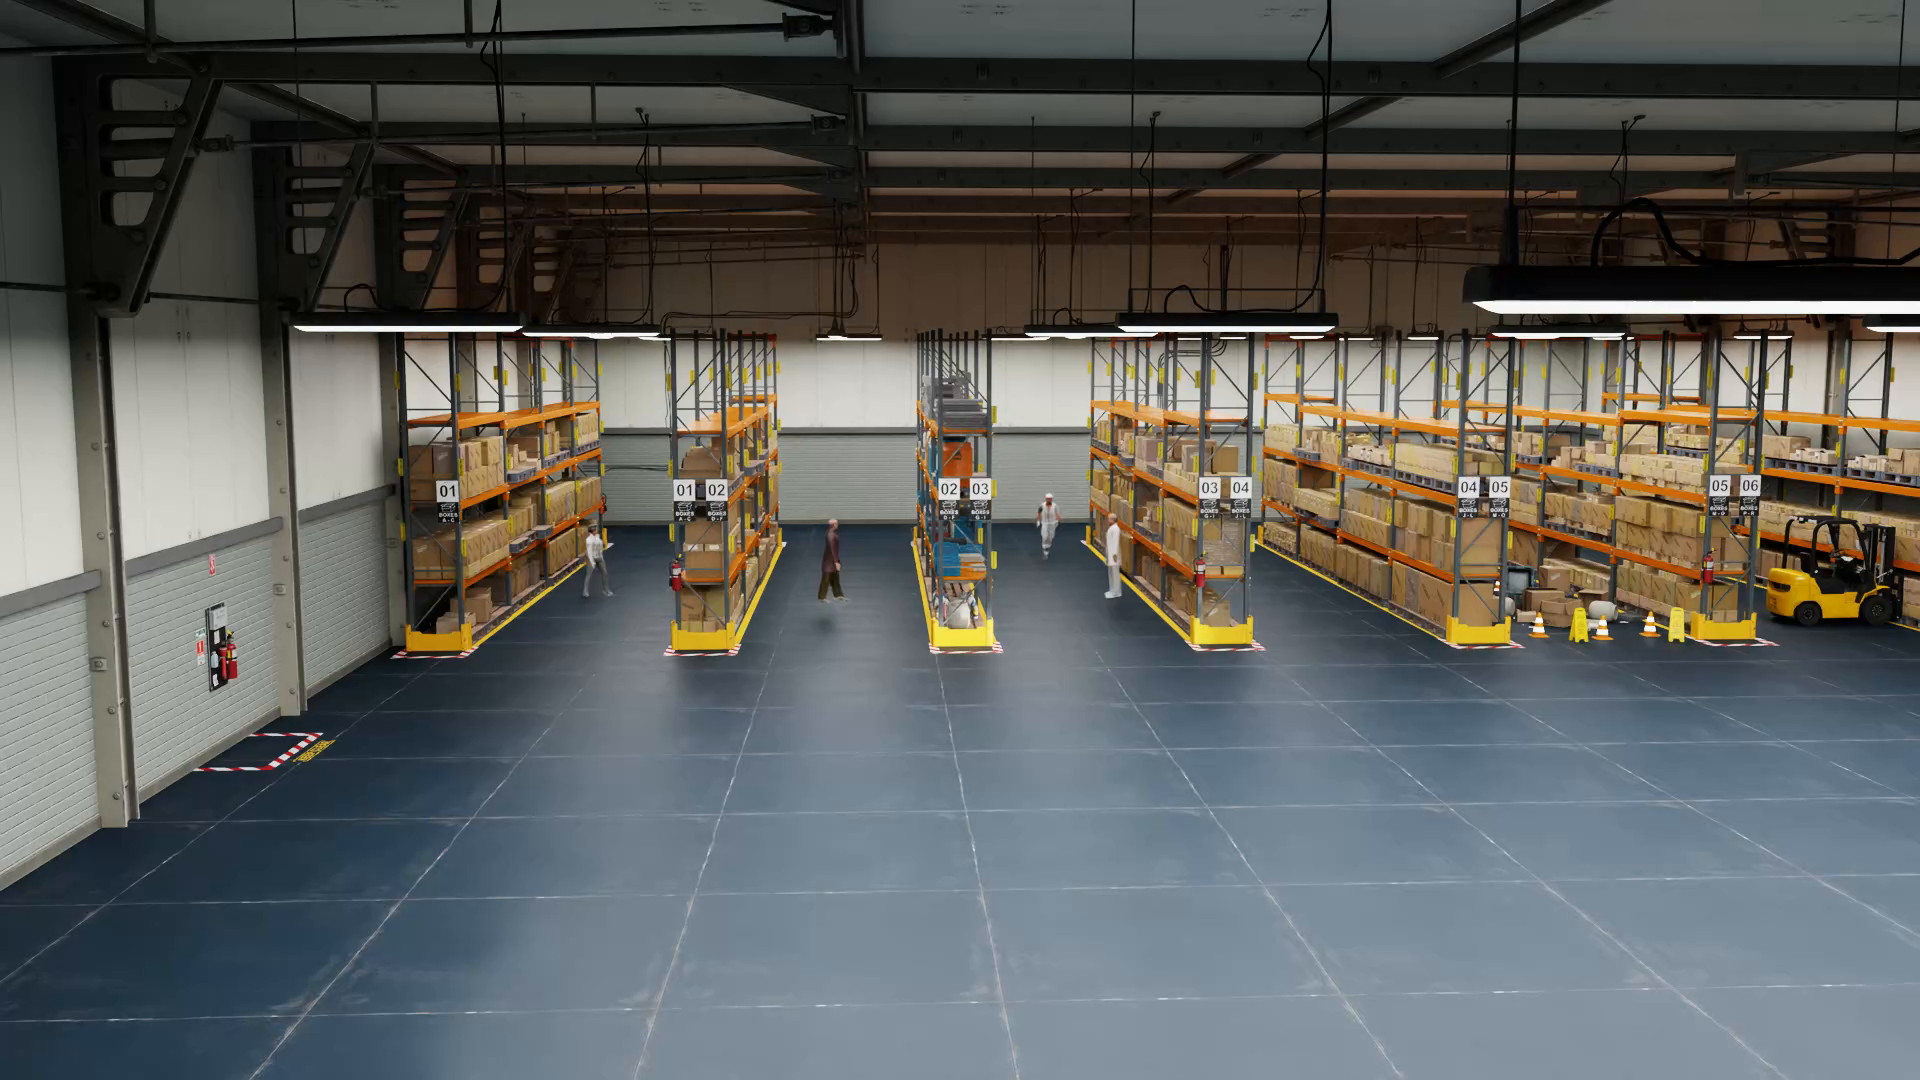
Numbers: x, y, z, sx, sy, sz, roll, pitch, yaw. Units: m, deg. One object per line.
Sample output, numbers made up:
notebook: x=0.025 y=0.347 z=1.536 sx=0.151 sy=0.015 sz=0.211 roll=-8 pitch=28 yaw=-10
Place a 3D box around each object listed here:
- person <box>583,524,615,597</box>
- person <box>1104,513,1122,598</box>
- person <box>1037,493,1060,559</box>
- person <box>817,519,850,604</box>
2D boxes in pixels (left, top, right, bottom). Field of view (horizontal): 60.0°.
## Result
person: x=-8.250 y=0.461 z=37.765 sx=0.520 sy=1.702 sz=0.637 roll=5 pitch=8 yaw=35
person: x=3.272 y=0.325 z=35.836 sx=0.436 sy=1.790 sz=0.589 roll=-2 pitch=7 yaw=-14
person: x=2.383 y=-0.365 z=44.651 sx=0.600 sy=1.807 sz=0.877 roll=0 pitch=7 yaw=-3
person: x=-2.678 y=0.454 z=34.922 sx=0.623 sy=1.809 sz=0.726 roll=1 pitch=7 yaw=5
